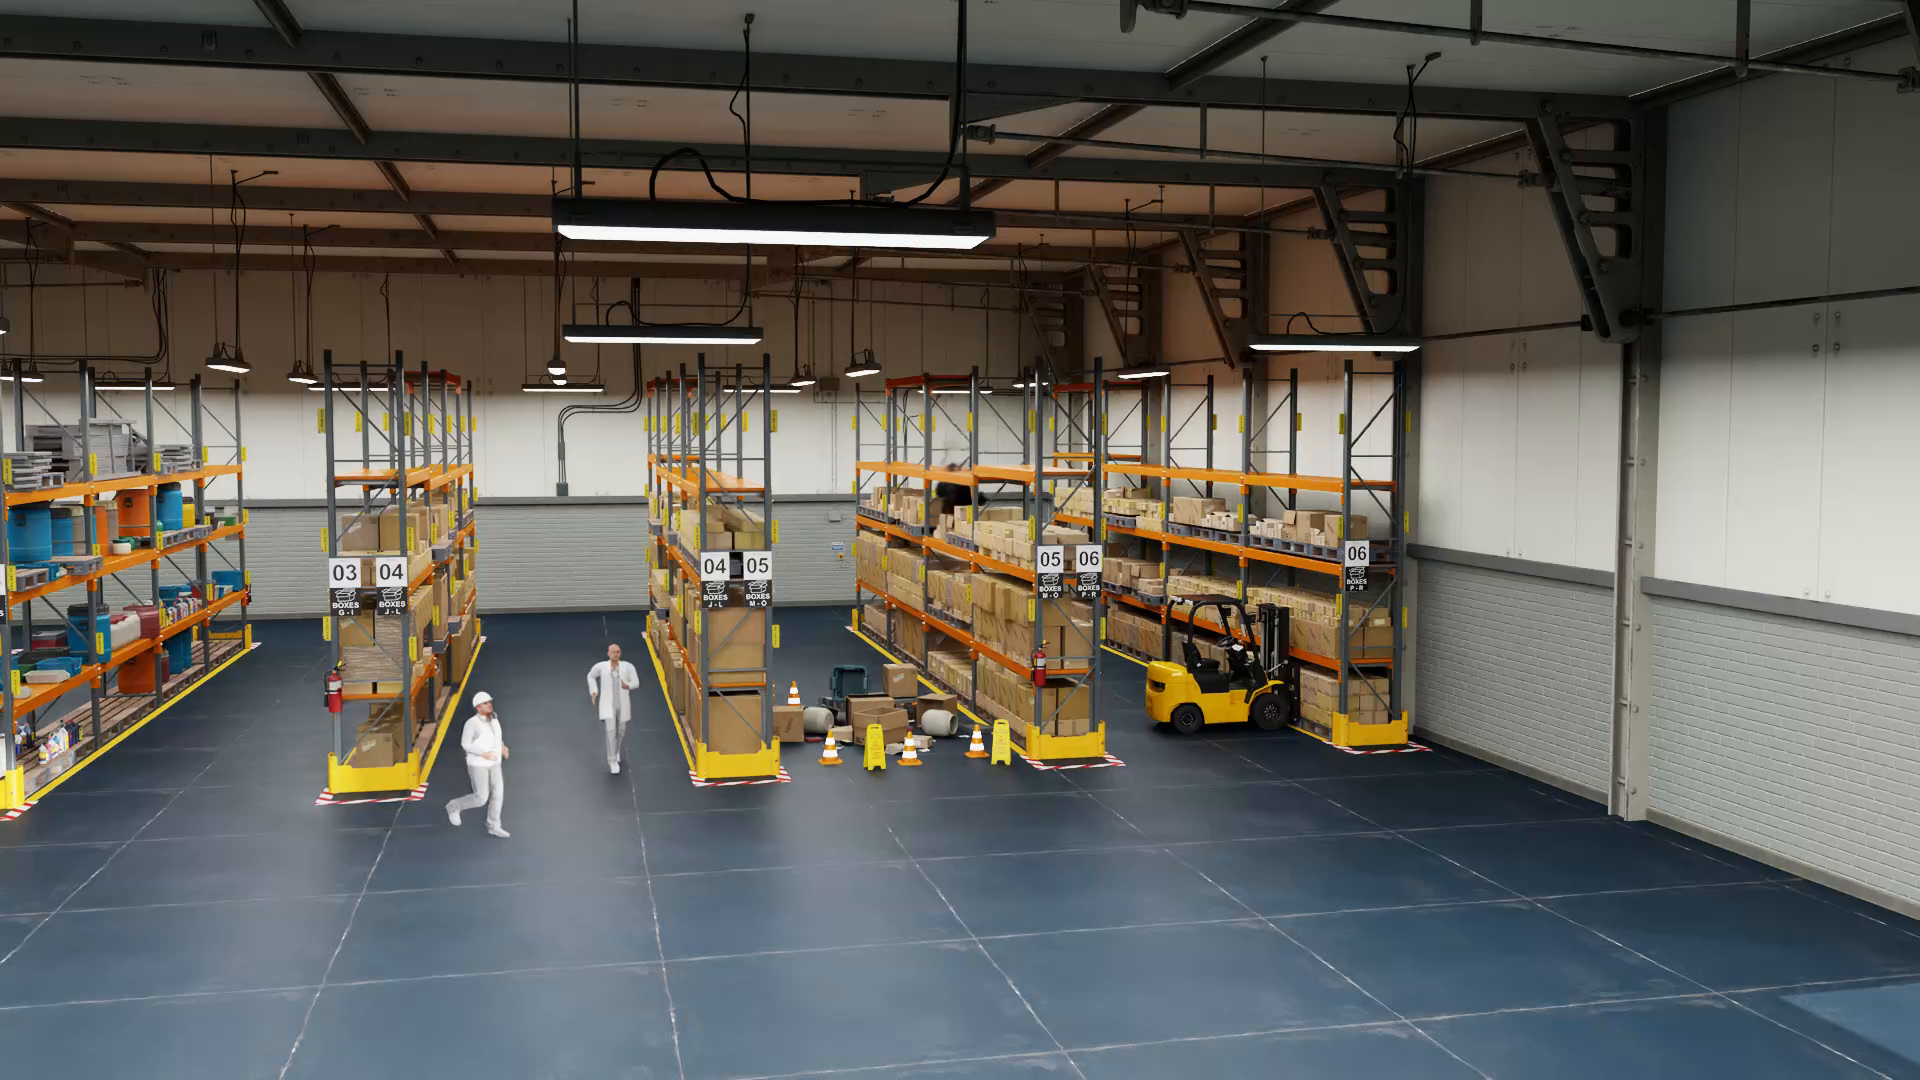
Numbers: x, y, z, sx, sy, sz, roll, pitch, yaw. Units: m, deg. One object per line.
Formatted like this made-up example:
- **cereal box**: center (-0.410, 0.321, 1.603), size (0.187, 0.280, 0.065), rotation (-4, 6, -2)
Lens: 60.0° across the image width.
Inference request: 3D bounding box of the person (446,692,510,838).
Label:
- **person**: center (-5.846, 2.728, 20.304), size (0.821, 1.769, 0.669), rotation (2, 4, 25)

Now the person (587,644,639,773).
- **person**: center (-5.021, 2.408, 24.167), size (0.697, 1.796, 0.981), rotation (-2, 4, -23)
